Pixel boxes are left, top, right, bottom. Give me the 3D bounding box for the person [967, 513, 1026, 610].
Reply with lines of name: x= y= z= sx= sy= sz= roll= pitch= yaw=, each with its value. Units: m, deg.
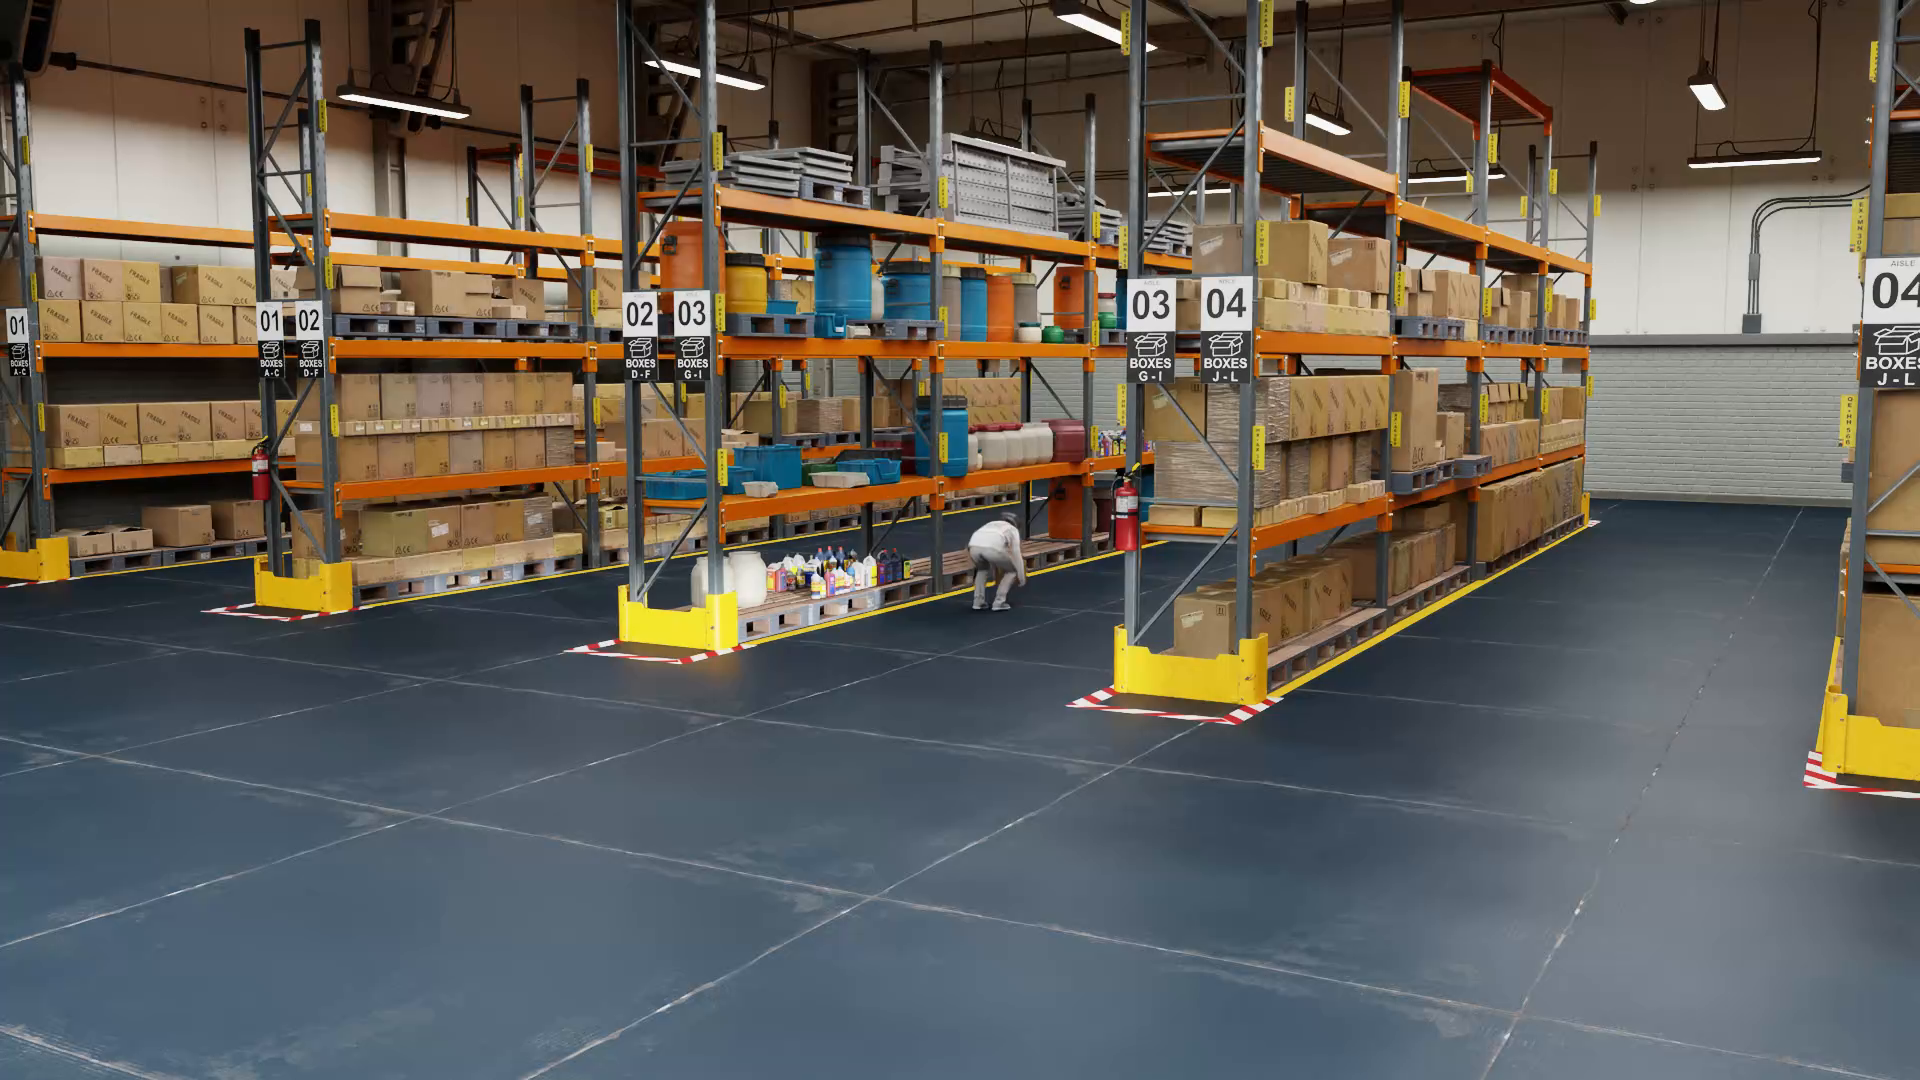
person: x=0.396 y=0.225 z=17.495 sx=0.468 sy=0.984 sz=0.915 roll=3 pitch=7 yaw=26
